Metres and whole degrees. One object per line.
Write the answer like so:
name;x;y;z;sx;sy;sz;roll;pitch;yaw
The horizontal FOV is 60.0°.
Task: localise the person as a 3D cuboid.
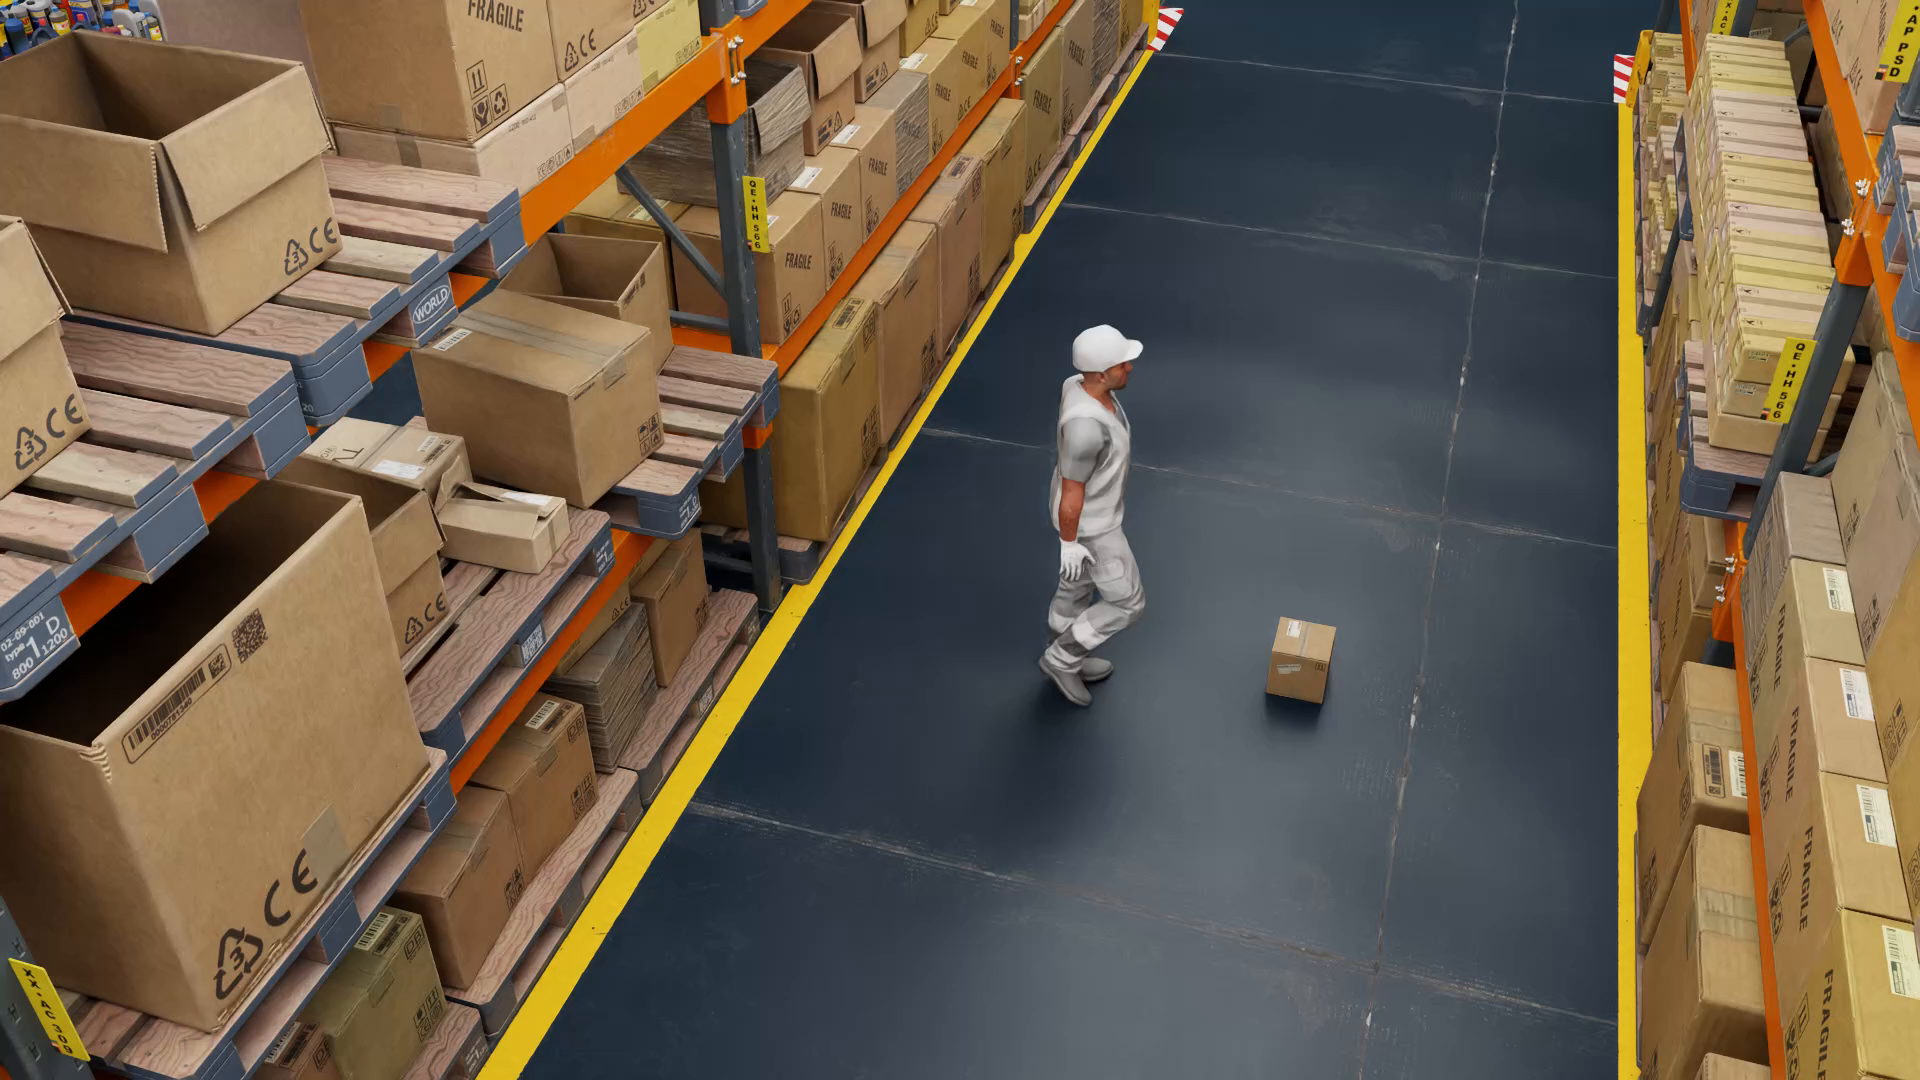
person;0.567;-0.100;6.987;0.450;1.788;0.570;1;37;2
